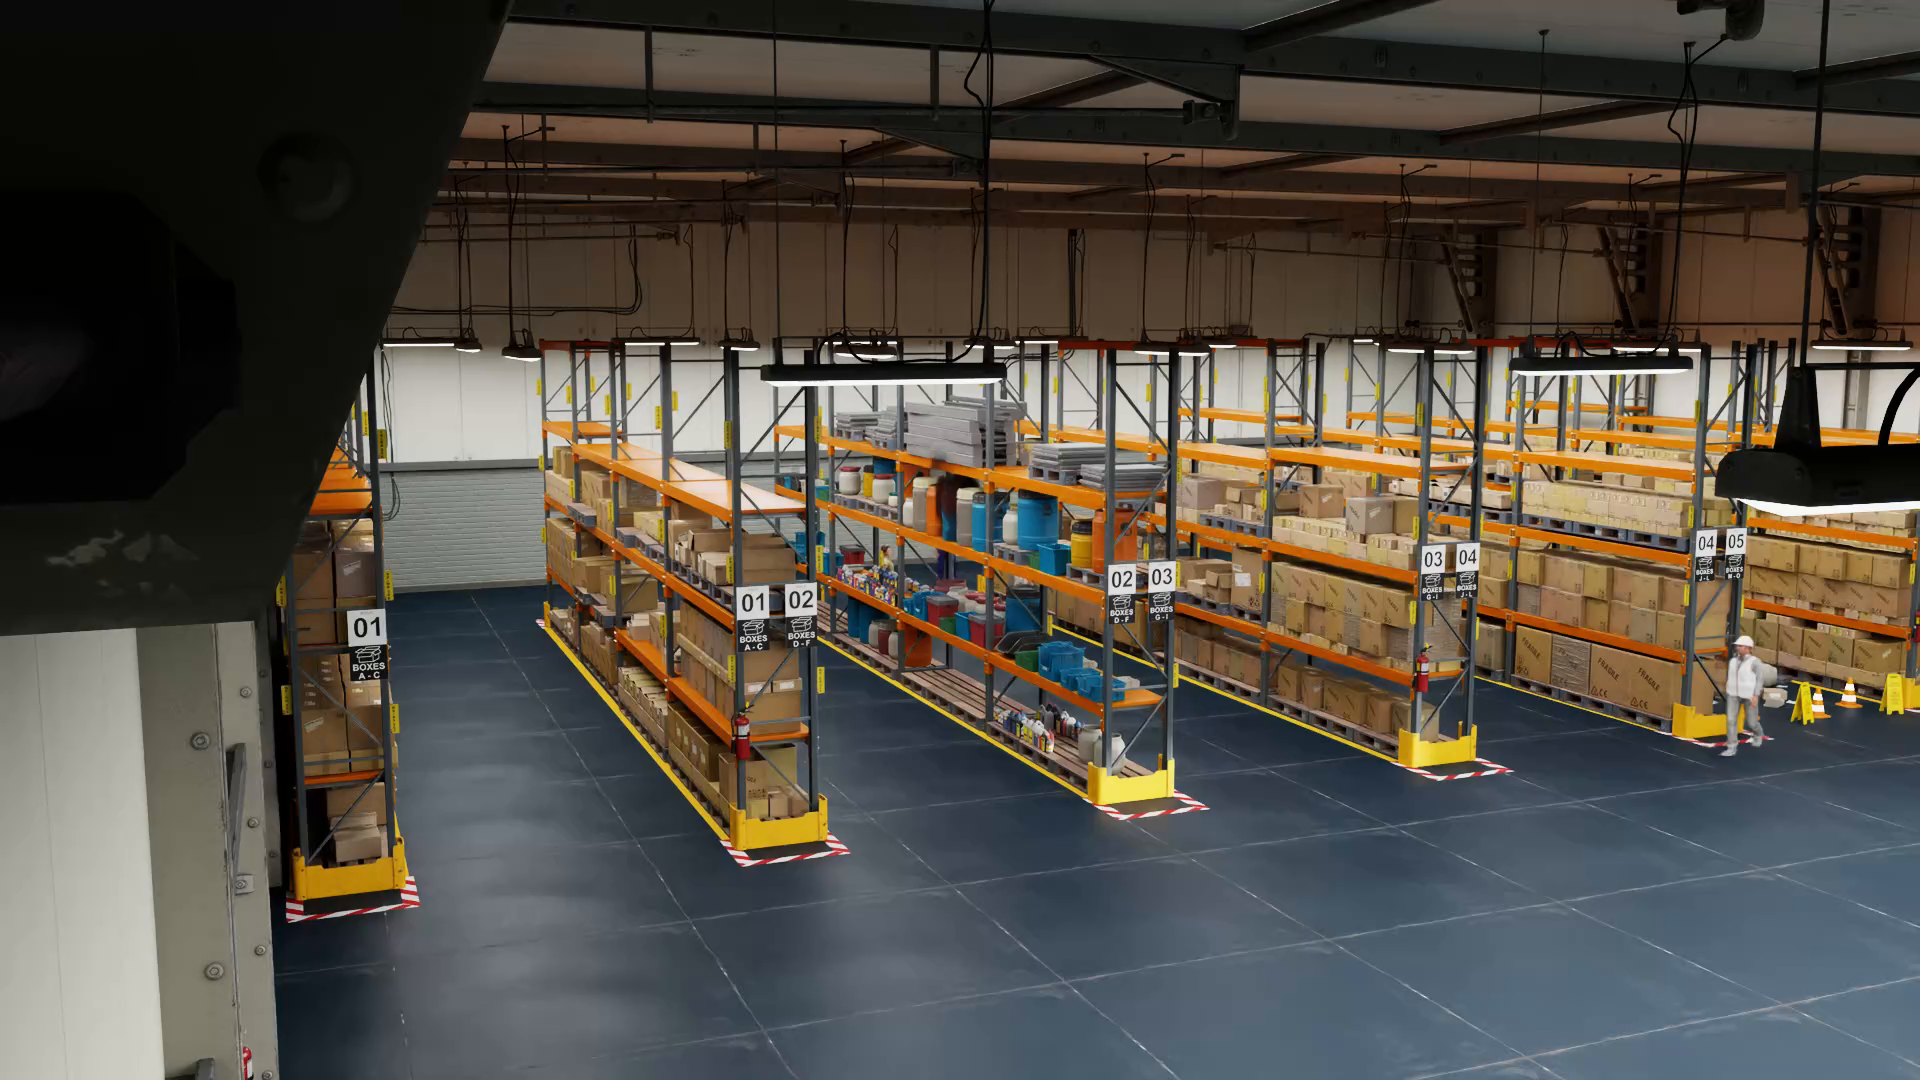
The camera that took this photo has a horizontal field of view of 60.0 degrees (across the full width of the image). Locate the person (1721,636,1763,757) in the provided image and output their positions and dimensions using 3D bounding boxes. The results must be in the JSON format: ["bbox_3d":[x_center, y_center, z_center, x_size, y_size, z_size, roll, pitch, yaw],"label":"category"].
[{"bbox_3d":[11.570,2.287,24.538,0.533,1.743,0.897,7,10,42],"label":"person"}]

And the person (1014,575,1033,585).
[{"bbox_3d":[1.282,1.102,33.489,0.414,1.778,0.619,-3,8,-22],"label":"person"}]

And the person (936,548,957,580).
[{"bbox_3d":[-0.266,0.285,40.317,0.506,1.640,0.570,-7,10,-43],"label":"person"}]

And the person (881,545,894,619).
[{"bbox_3d":[-1.565,0.930,35.225,0.449,1.675,0.517,0,7,1],"label":"person"}]
